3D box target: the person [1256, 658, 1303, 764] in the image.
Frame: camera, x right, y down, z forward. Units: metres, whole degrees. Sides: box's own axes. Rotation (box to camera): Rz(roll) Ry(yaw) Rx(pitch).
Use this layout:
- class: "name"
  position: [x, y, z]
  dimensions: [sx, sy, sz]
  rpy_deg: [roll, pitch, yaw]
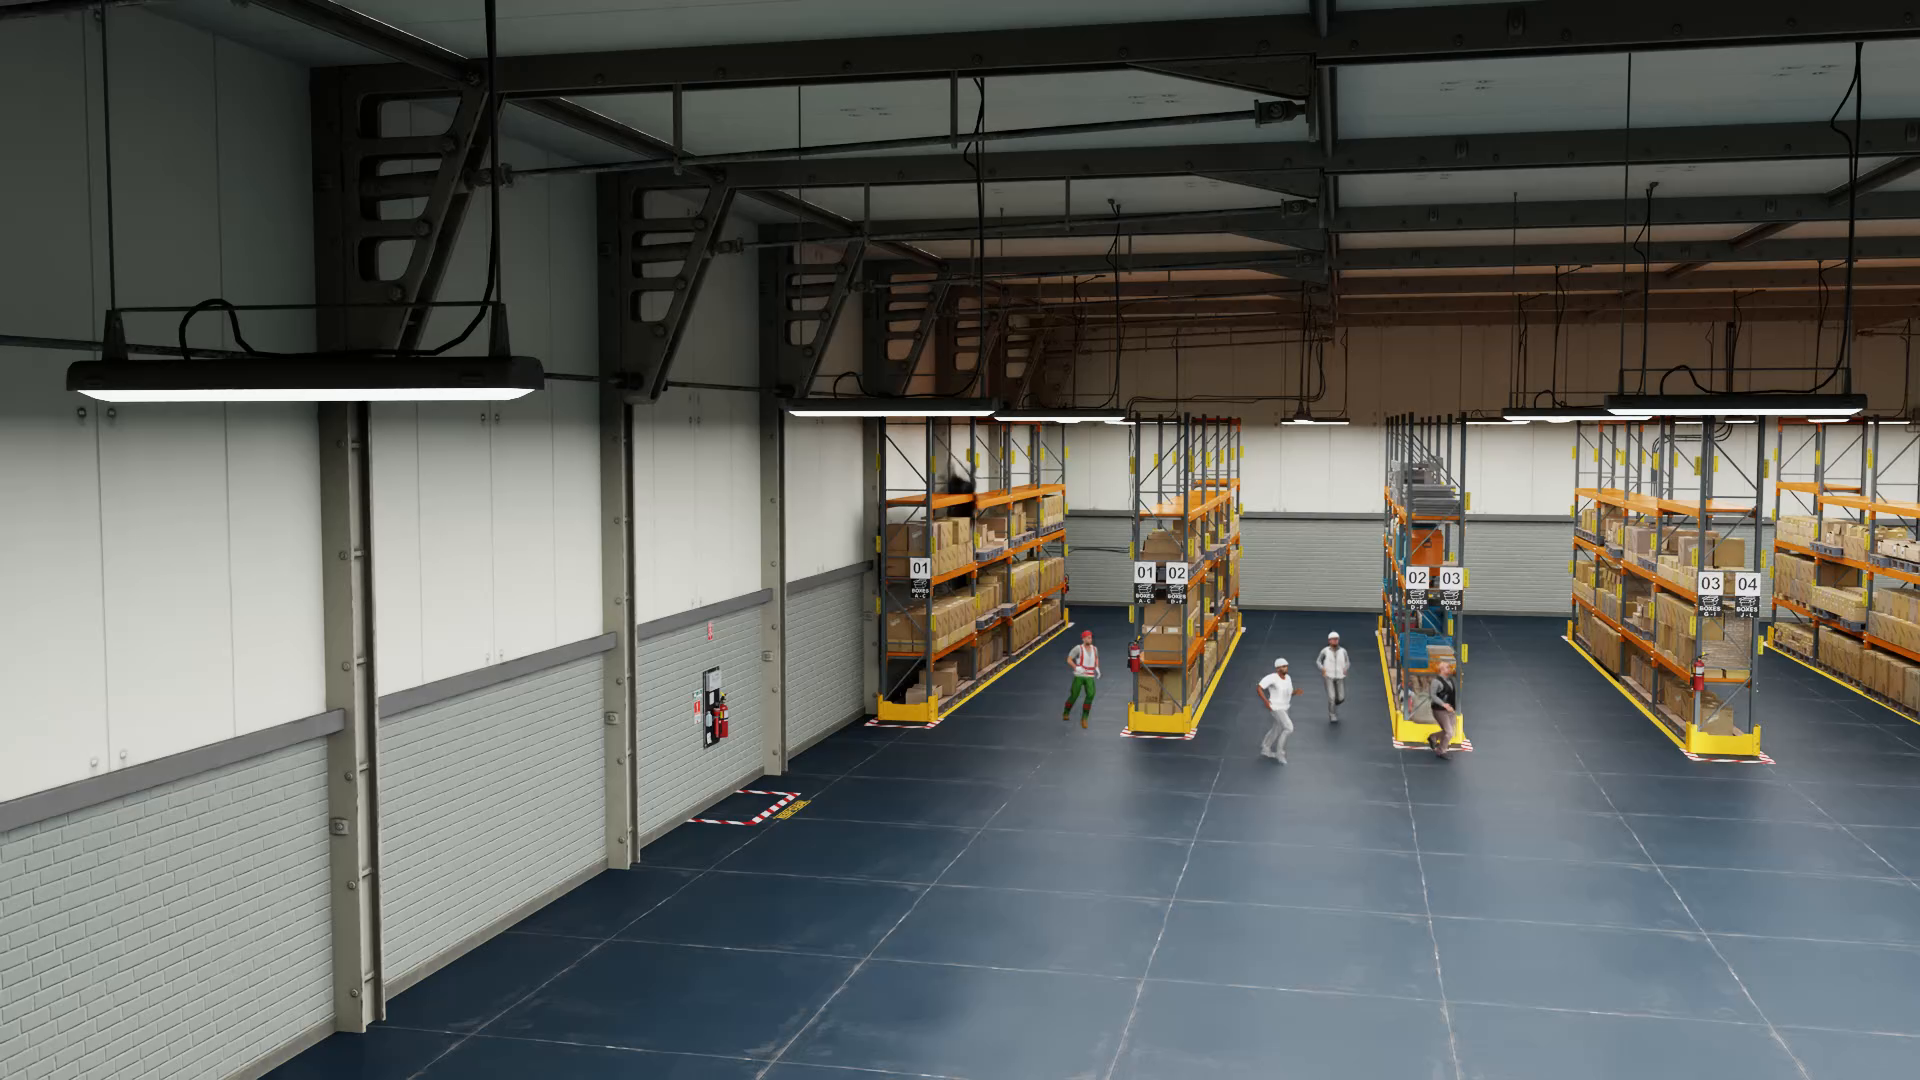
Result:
- class: "person"
  position: [5.500, 2.930, 28.534]
  dimensions: [0.749, 1.825, 0.661]
  rpy_deg: [3, 5, 39]

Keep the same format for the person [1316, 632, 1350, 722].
- class: "person"
  position: [7.294, 2.661, 32.508]
  dimensions: [0.661, 1.724, 0.647]
  rpy_deg: [0, 4, 1]

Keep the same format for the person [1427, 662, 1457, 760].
- class: "person"
  position: [8.321, 2.939, 28.743]
  dimensions: [0.686, 1.673, 0.608]
  rpy_deg: [-4, 5, -44]

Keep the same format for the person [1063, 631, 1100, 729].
- class: "person"
  position: [2.360, 2.618, 31.551]
  dimensions: [0.720, 1.806, 0.783]
  rpy_deg: [-1, 4, -19]
